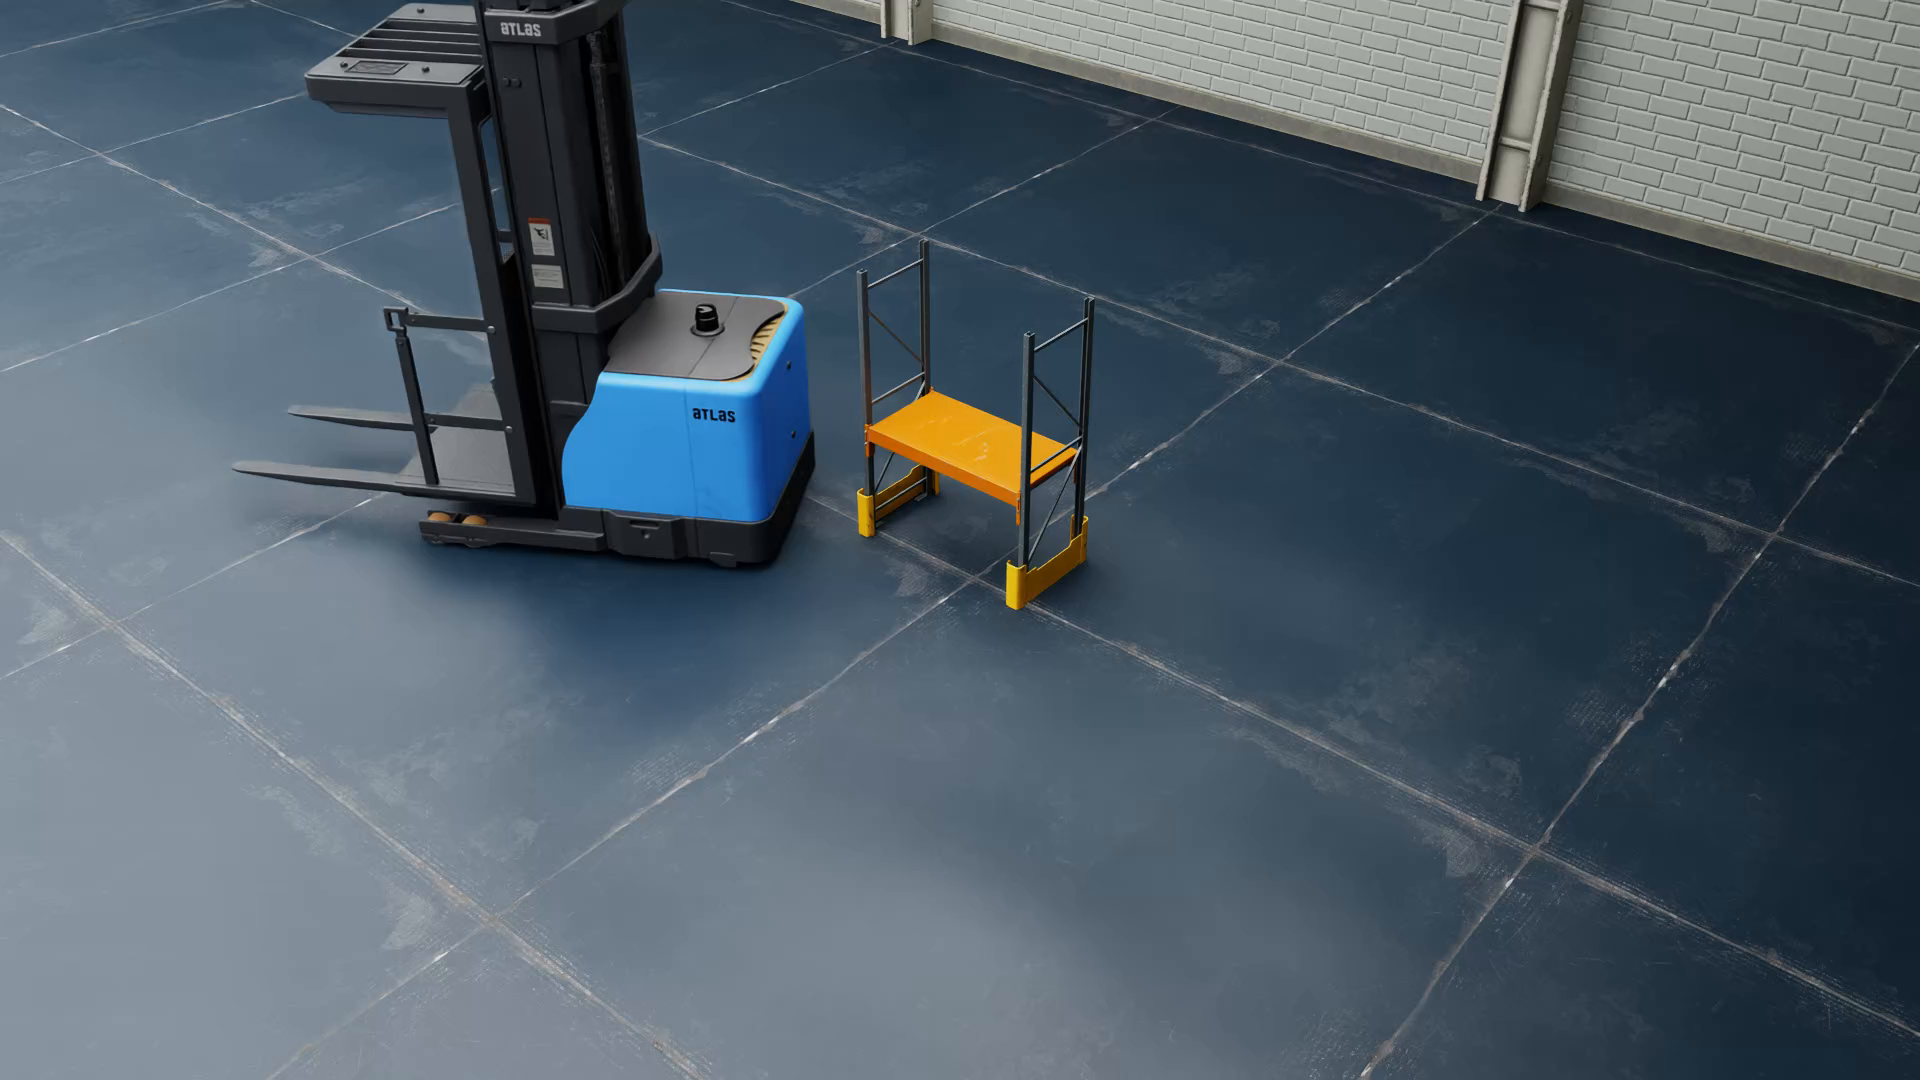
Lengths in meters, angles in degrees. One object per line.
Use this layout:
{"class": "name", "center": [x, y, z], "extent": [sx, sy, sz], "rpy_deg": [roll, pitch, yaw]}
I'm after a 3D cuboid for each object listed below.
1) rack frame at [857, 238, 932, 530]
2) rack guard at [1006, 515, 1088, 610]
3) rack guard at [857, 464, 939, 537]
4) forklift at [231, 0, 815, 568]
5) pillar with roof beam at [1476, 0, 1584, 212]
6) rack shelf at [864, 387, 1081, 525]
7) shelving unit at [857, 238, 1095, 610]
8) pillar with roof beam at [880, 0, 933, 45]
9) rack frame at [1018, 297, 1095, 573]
{"class": "rack frame", "center": [-0.325, -0.771, 8.549], "extent": [0.032, 1.500, 0.500], "rpy_deg": [25, 42, 32]}
{"class": "rack guard", "center": [0.441, 0.105, 8.376], "extent": [0.087, 0.250, 0.587], "rpy_deg": [25, 42, 32]}
{"class": "rack guard", "center": [-0.324, -0.256, 8.902], "extent": [0.087, 0.250, 0.587], "rpy_deg": [25, 42, 32]}
{"class": "forklift", "center": [-2.366, -1.456, 8.280], "extent": [3.031, 2.935, 1.130], "rpy_deg": [5, 35, 8]}
{"class": "pillar with roof beam", "center": [1.362, -4.392, 7.196], "extent": [0.400, 9.000, 9.100], "rpy_deg": [25, 42, 32]}
{"class": "rack shelf", "center": [0.066, -0.439, 8.382], "extent": [1.000, 0.185, 0.538], "rpy_deg": [25, 42, 32]}
{"class": "shelving unit", "center": [0.059, -0.591, 8.285], "extent": [1.083, 1.500, 0.587], "rpy_deg": [25, 42, 32]}
{"class": "pillar with roof beam", "center": [-3.249, -6.565, 10.361], "extent": [0.400, 9.000, 9.100], "rpy_deg": [25, 42, 32]}
{"class": "rack frame", "center": [0.456, -0.403, 8.012], "extent": [0.032, 1.500, 0.500], "rpy_deg": [25, 42, 32]}
